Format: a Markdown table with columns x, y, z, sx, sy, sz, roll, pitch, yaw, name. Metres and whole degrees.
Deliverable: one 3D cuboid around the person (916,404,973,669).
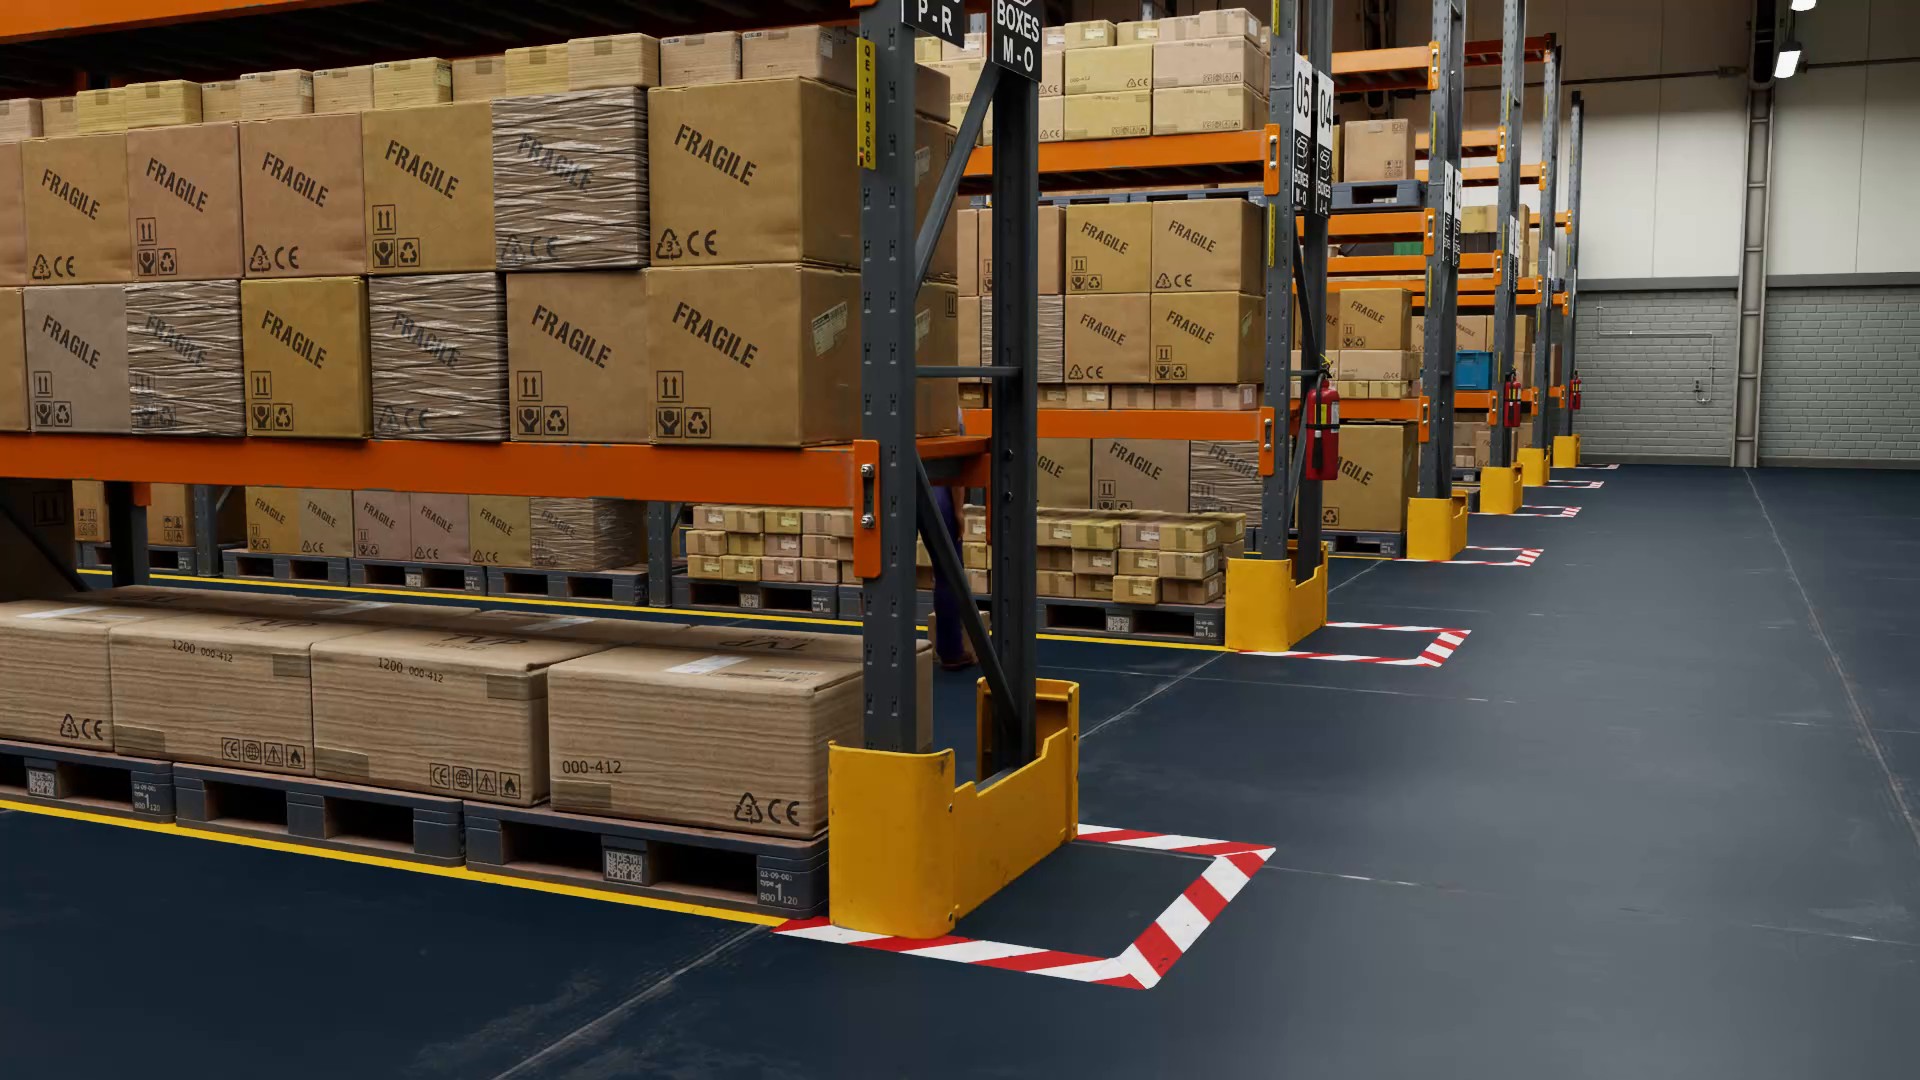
| x | y | z | sx | sy | sz | roll | pitch | yaw | name |
| --- | --- | --- | --- | --- | --- | --- | --- | --- | --- |
| -0.185 | -0.154 | 8.284 | 0.509 | 1.630 | 0.739 | 2 | 6 | 18 | person |
